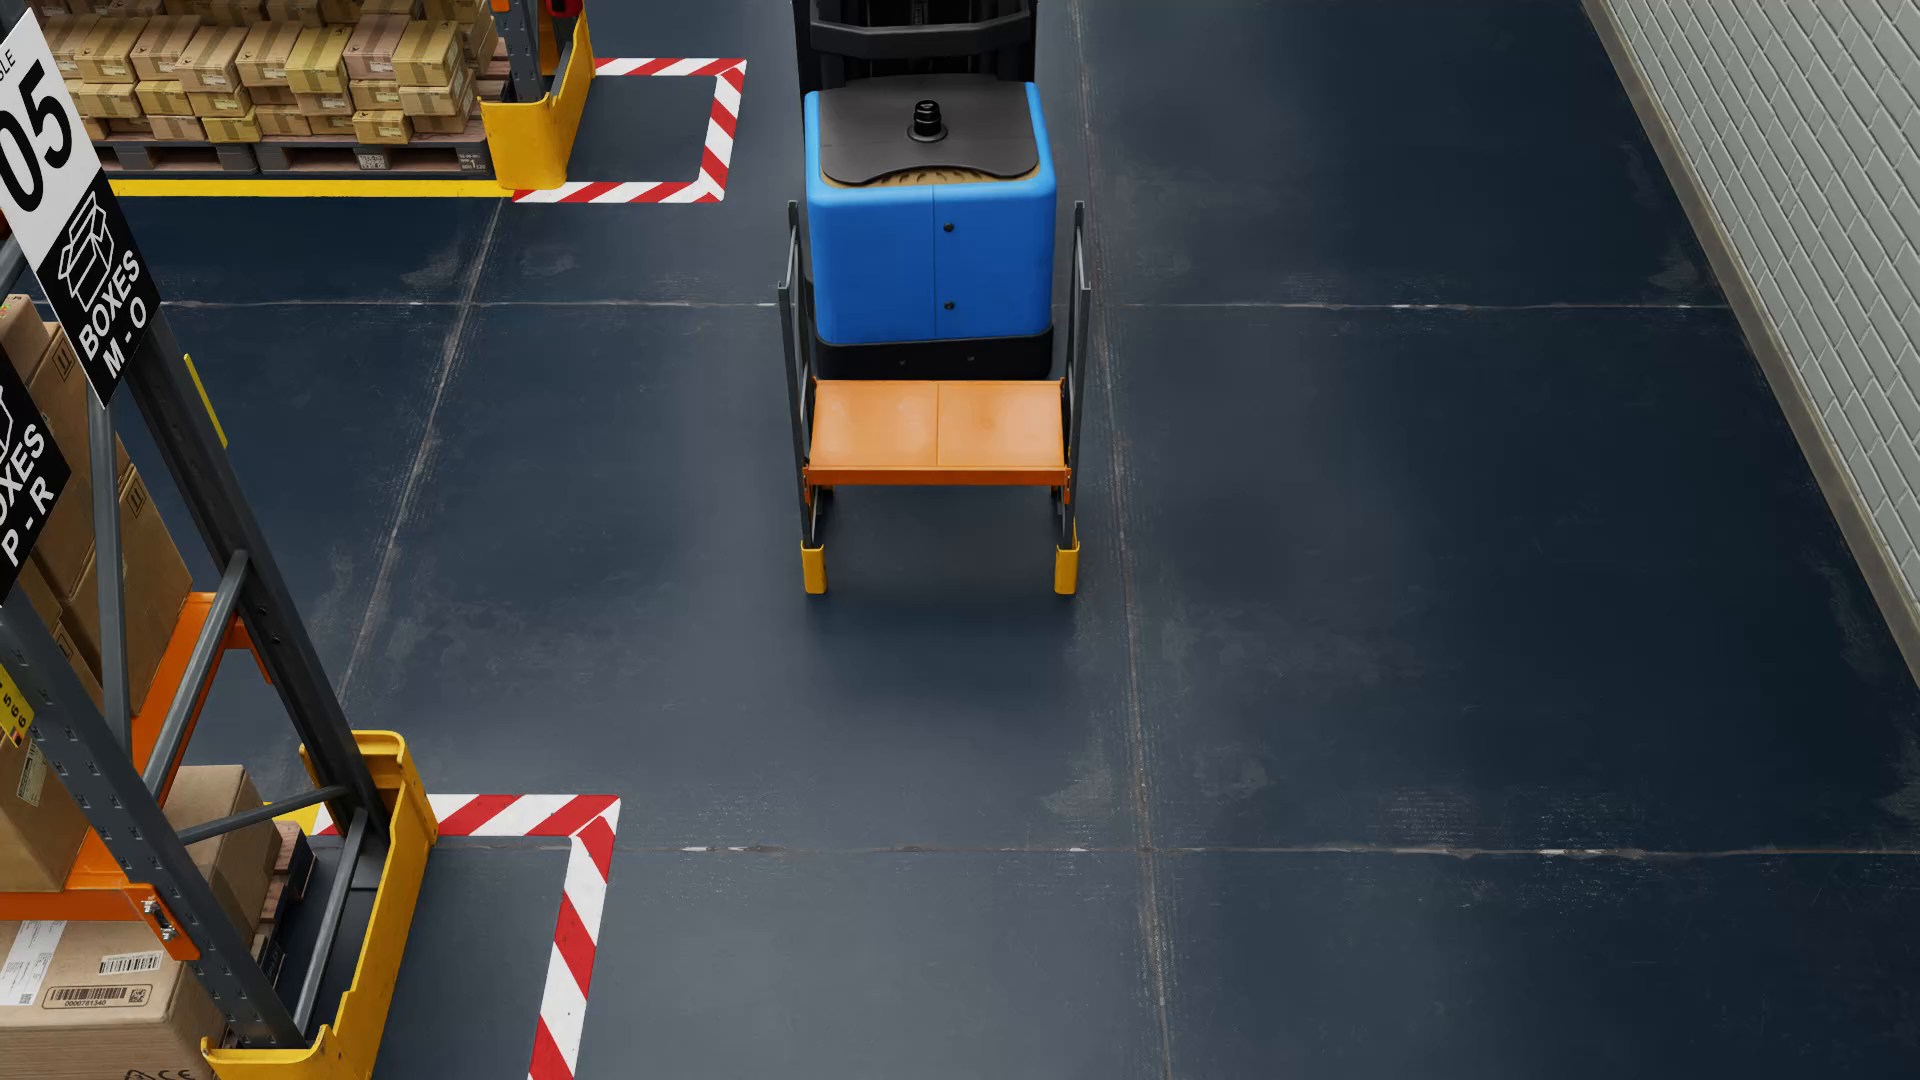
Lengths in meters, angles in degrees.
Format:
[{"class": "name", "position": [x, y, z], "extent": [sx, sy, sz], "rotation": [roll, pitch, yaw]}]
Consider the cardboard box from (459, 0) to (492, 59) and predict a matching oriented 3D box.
[{"class": "cardboard box", "position": [-2.645, -2.701, 8.753], "extent": [0.250, 0.149, 0.380], "rotation": [2, 47, 2]}]

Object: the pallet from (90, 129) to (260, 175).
[{"class": "pallet", "position": [-4.228, -2.322, 8.848], "extent": [1.213, 0.211, 1.003], "rotation": [0, 47, 0]}]

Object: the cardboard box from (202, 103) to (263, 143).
[{"class": "cardboard box", "position": [-3.673, -2.196, 8.486], "extent": [0.250, 0.149, 0.380], "rotation": [-2, 47, -2]}]

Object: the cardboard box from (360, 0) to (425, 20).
[{"class": "cardboard box", "position": [-2.921, -2.776, 8.620], "extent": [0.250, 0.149, 0.380], "rotation": [1, 47, 1]}]

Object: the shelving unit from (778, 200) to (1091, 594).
[{"class": "shelving unit", "position": [-0.076, -0.511, 6.282], "extent": [1.083, 1.500, 0.587], "rotation": [0, 47, 0]}]

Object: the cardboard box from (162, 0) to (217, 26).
[{"class": "cardboard box", "position": [-3.961, -2.852, 8.691], "extent": [0.250, 0.149, 0.380], "rotation": [1, 47, 1]}]

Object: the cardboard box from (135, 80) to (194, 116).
[{"class": "cardboard box", "position": [-3.945, -2.311, 8.390], "extent": [0.250, 0.149, 0.380], "rotation": [2, 47, 2]}]

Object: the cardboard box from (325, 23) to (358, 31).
[{"class": "cardboard box", "position": [-3.164, -2.679, 8.733], "extent": [0.250, 0.149, 0.380], "rotation": [1, 47, 1]}]

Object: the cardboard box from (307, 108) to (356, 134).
[{"class": "cardboard box", "position": [-3.171, -2.250, 8.536], "extent": [0.250, 0.149, 0.380], "rotation": [0, 47, 0]}]

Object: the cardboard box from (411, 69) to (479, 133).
[{"class": "cardboard box", "position": [-2.650, -2.259, 8.545], "extent": [0.250, 0.149, 0.380], "rotation": [1, 47, 1]}]

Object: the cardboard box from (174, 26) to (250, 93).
[{"class": "cardboard box", "position": [-3.691, -2.387, 8.257], "extent": [0.250, 0.149, 0.380], "rotation": [2, 47, 2]}]

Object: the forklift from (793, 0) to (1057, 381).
[{"class": "forklift", "position": [-0.220, -2.752, 7.390], "extent": [1.130, 2.935, 3.031], "rotation": [-3, 47, -3]}]

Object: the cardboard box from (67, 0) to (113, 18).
[{"class": "cardboard box", "position": [-4.461, -2.864, 8.702], "extent": [0.250, 0.149, 0.380], "rotation": [-1, 47, -1]}]

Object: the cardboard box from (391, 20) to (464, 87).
[{"class": "cardboard box", "position": [-2.653, -2.429, 8.297], "extent": [0.250, 0.149, 0.380], "rotation": [1, 47, 1]}]

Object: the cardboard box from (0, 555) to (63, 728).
[{"class": "cardboard box", "position": [-2.523, 0.183, 3.860], "extent": [0.500, 0.500, 0.500], "rotation": [2, 47, 1]}]

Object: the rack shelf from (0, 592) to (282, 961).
[{"class": "rack shelf", "position": [-4.040, 0.624, 4.692], "extent": [4.000, 0.370, 1.077], "rotation": [0, 47, 0]}]

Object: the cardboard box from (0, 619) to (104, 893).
[{"class": "cardboard box", "position": [-2.523, 0.543, 4.208], "extent": [0.500, 0.500, 0.500], "rotation": [0, 47, 0]}]

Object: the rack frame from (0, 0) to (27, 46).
[{"class": "rack frame", "position": [-2.040, -1.659, 2.227], "extent": [0.127, 3.000, 1.000], "rotation": [0, 47, 0]}]

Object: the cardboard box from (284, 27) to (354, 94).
[{"class": "cardboard box", "position": [-3.163, -2.380, 8.251], "extent": [0.250, 0.149, 0.380], "rotation": [-1, 47, -1]}]

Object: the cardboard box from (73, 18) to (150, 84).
[{"class": "cardboard box", "position": [-4.216, -2.449, 8.315], "extent": [0.250, 0.149, 0.380], "rotation": [0, 47, 0]}]

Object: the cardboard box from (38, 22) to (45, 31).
[{"class": "cardboard box", "position": [-4.735, -2.418, 8.287], "extent": [0.250, 0.149, 0.380], "rotation": [1, 47, 1]}]

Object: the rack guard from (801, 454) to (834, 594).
[{"class": "rack guard", "position": [-0.574, -0.087, 6.741], "extent": [0.087, 0.250, 0.587], "rotation": [0, 47, 0]}]

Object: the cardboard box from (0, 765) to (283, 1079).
[{"class": "cardboard box", "position": [-2.700, 1.186, 5.141], "extent": [0.875, 0.438, 0.875], "rotation": [-1, 47, -1]}]

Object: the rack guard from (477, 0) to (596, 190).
[{"class": "rack guard", "position": [-2.198, -2.387, 8.711], "extent": [0.348, 0.500, 1.175], "rotation": [0, 47, 0]}]

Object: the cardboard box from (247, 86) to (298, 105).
[{"class": "cardboard box", "position": [-3.439, -2.381, 8.455], "extent": [0.250, 0.149, 0.380], "rotation": [0, 47, 0]}]

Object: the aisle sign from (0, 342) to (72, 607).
[{"class": "aisle sign", "position": [-1.969, -0.274, 3.260], "extent": [0.004, 0.787, 0.394], "rotation": [0, 47, 0]}]

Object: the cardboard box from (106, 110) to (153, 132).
[{"class": "cardboard box", "position": [-4.199, -2.267, 8.552], "extent": [0.250, 0.149, 0.380], "rotation": [1, 47, 1]}]

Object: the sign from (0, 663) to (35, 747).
[{"class": "sign", "position": [-2.056, 0.307, 3.543], "extent": [0.005, 0.325, 0.100], "rotation": [0, 47, 0]}]

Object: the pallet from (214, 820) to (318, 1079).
[{"class": "pallet", "position": [-2.840, 1.390, 5.393], "extent": [1.213, 0.211, 1.003], "rotation": [0, 47, 0]}]

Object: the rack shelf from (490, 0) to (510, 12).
[{"class": "rack shelf", "position": [-4.122, -2.999, 8.065], "extent": [4.000, 0.370, 1.077], "rotation": [0, 47, 0]}]

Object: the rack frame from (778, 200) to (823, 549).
[{"class": "rack frame", "position": [-0.594, -0.513, 6.283], "extent": [0.032, 1.500, 0.500], "rotation": [0, 47, 0]}]

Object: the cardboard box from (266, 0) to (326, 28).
[{"class": "cardboard box", "position": [-3.421, -2.811, 8.652], "extent": [0.250, 0.149, 0.380], "rotation": [-2, 47, -2]}]

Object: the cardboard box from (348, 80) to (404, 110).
[{"class": "cardboard box", "position": [-2.912, -2.345, 8.421], "extent": [0.250, 0.149, 0.380], "rotation": [-1, 47, -1]}]

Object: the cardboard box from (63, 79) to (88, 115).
[{"class": "cardboard box", "position": [-4.467, -2.310, 8.390], "extent": [0.250, 0.149, 0.380], "rotation": [0, 47, 0]}]
